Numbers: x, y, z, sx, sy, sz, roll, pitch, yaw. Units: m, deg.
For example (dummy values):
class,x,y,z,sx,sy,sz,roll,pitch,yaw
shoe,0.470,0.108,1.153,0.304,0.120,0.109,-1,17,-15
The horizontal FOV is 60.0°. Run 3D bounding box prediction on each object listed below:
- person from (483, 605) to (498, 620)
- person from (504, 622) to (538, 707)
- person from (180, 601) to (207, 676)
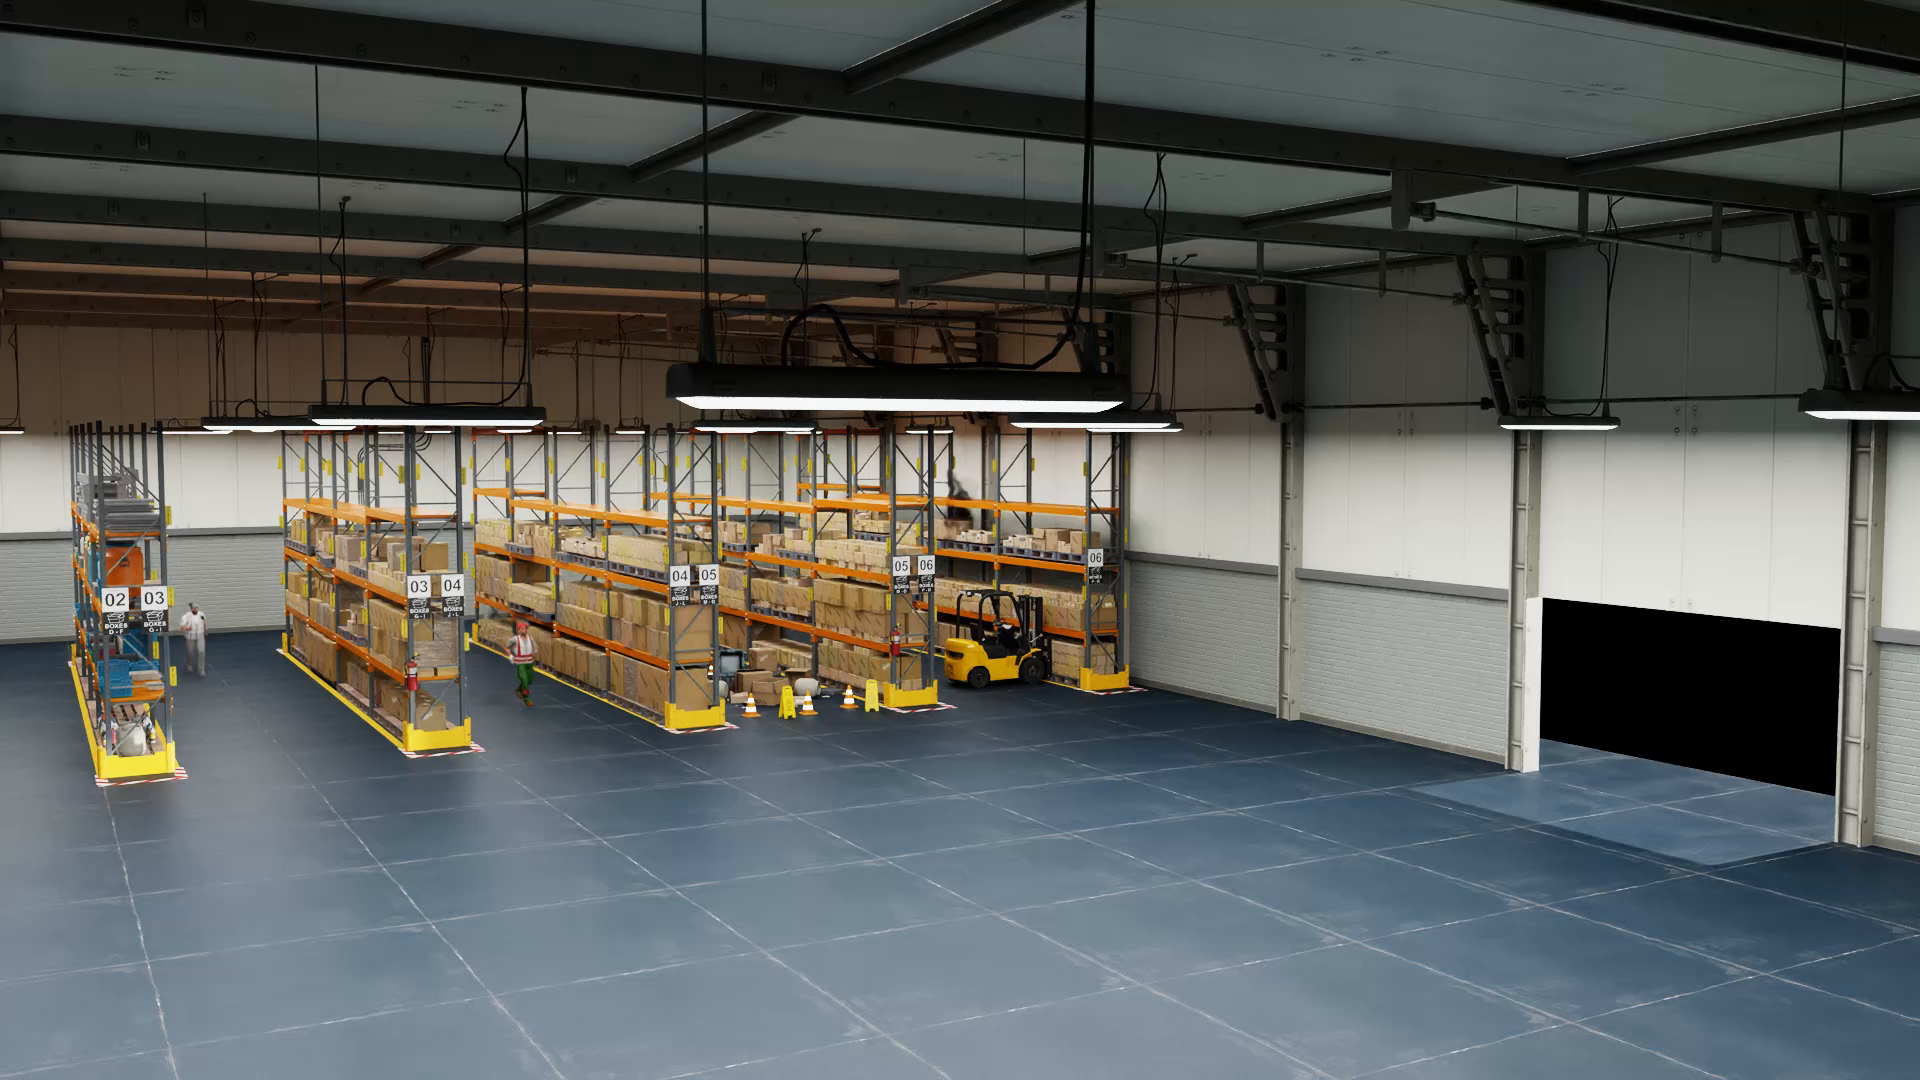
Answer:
class,x,y,z,sx,sy,sz,roll,pitch,yaw
person,-13.589,1.937,48.165,0.718,1.622,0.849,-1,4,-14
person,-9.300,2.637,35.421,0.667,1.767,0.963,-3,5,-43
person,-18.464,2.353,40.092,0.631,1.783,0.968,-3,4,-36
